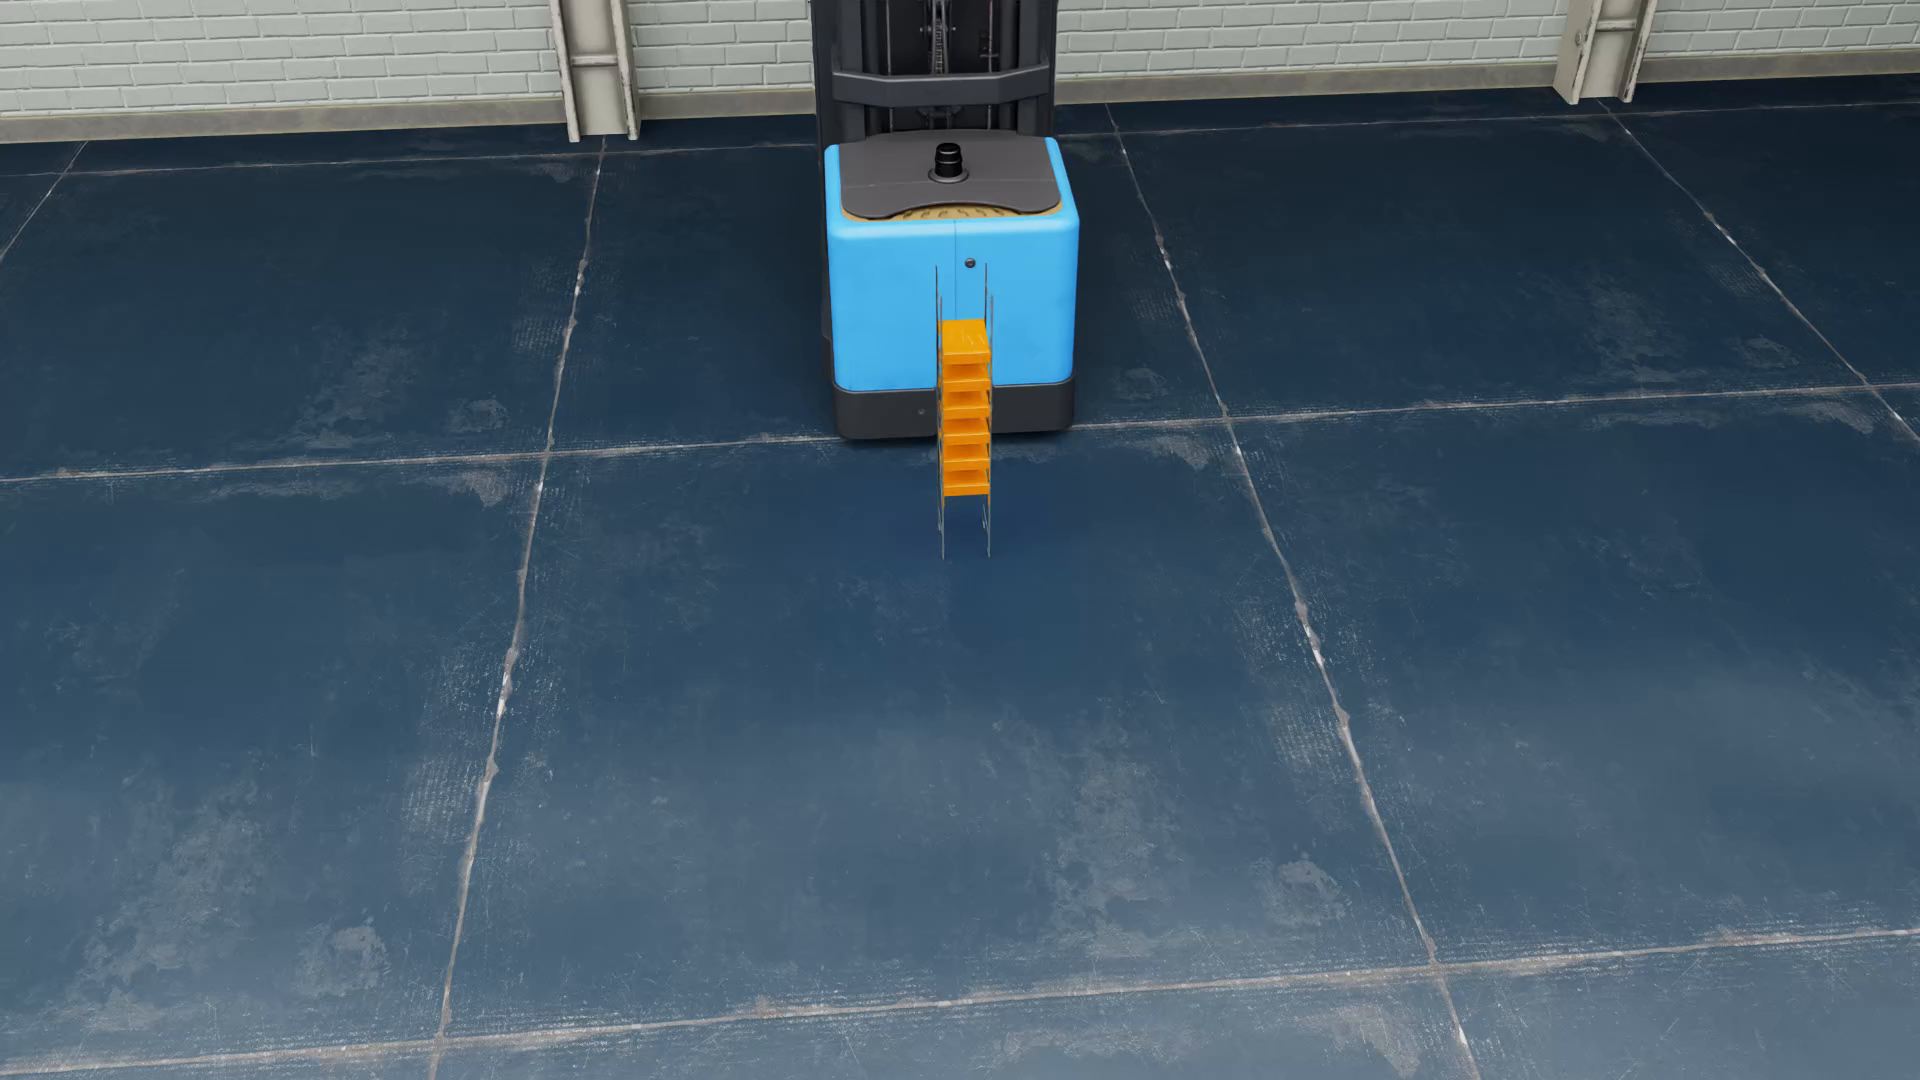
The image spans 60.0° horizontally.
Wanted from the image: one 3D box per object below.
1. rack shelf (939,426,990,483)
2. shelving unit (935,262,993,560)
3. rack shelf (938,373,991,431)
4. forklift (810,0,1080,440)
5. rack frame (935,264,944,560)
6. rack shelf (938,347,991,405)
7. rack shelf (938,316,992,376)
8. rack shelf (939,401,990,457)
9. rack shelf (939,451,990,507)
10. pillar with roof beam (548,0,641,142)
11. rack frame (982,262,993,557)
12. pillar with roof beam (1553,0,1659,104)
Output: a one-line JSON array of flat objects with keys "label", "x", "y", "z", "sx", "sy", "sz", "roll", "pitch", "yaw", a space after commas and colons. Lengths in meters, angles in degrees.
[{"label": "rack shelf", "x": 0.014, "y": -0.343, "z": 6.481, "sx": 0.180, "sy": 0.103, "sz": 0.258, "roll": -3, "pitch": 38, "yaw": -4}, {"label": "shelving unit", "x": 0.014, "y": -0.472, "z": 6.379, "sx": 0.189, "sy": 1.200, "sz": 0.258, "roll": -3, "pitch": 38, "yaw": -4}, {"label": "rack shelf", "x": 0.014, "y": -0.531, "z": 6.333, "sx": 0.180, "sy": 0.103, "sz": 0.258, "roll": -3, "pitch": 38, "yaw": -4}, {"label": "forklift", "x": -0.135, "y": -2.483, "z": 7.531, "sx": 1.130, "sy": 2.935, "sz": 3.031, "roll": -3, "pitch": 38, "yaw": -4}, {"label": "rack frame", "x": -0.077, "y": -0.467, "z": 6.373, "sx": 0.006, "sy": 1.200, "sz": 0.240, "roll": -3, "pitch": 38, "yaw": -4}, {"label": "rack shelf", "x": 0.014, "y": -0.625, "z": 6.258, "sx": 0.180, "sy": 0.103, "sz": 0.258, "roll": -3, "pitch": 38, "yaw": -4}, {"label": "rack shelf", "x": 0.014, "y": -0.720, "z": 6.184, "sx": 0.180, "sy": 0.103, "sz": 0.258, "roll": -3, "pitch": 38, "yaw": -4}, {"label": "rack shelf", "x": 0.014, "y": -0.437, "z": 6.407, "sx": 0.180, "sy": 0.103, "sz": 0.258, "roll": -3, "pitch": 38, "yaw": -4}, {"label": "rack shelf", "x": 0.014, "y": -0.249, "z": 6.556, "sx": 0.180, "sy": 0.103, "sz": 0.258, "roll": -3, "pitch": 38, "yaw": -4}, {"label": "pillar with roof beam", "x": -1.709, "y": -3.301, "z": 3.669, "sx": 0.400, "sy": 9.000, "sz": 9.100, "roll": -3, "pitch": 38, "yaw": -4}, {"label": "rack frame", "x": 0.106, "y": -0.477, "z": 6.386, "sx": 0.006, "sy": 1.200, "sz": 0.240, "roll": -3, "pitch": 38, "yaw": -4}, {"label": "pillar with roof beam", "x": 4.267, "y": -3.630, "z": 4.086, "sx": 0.400, "sy": 9.000, "sz": 9.100, "roll": -3, "pitch": 38, "yaw": -4}]
